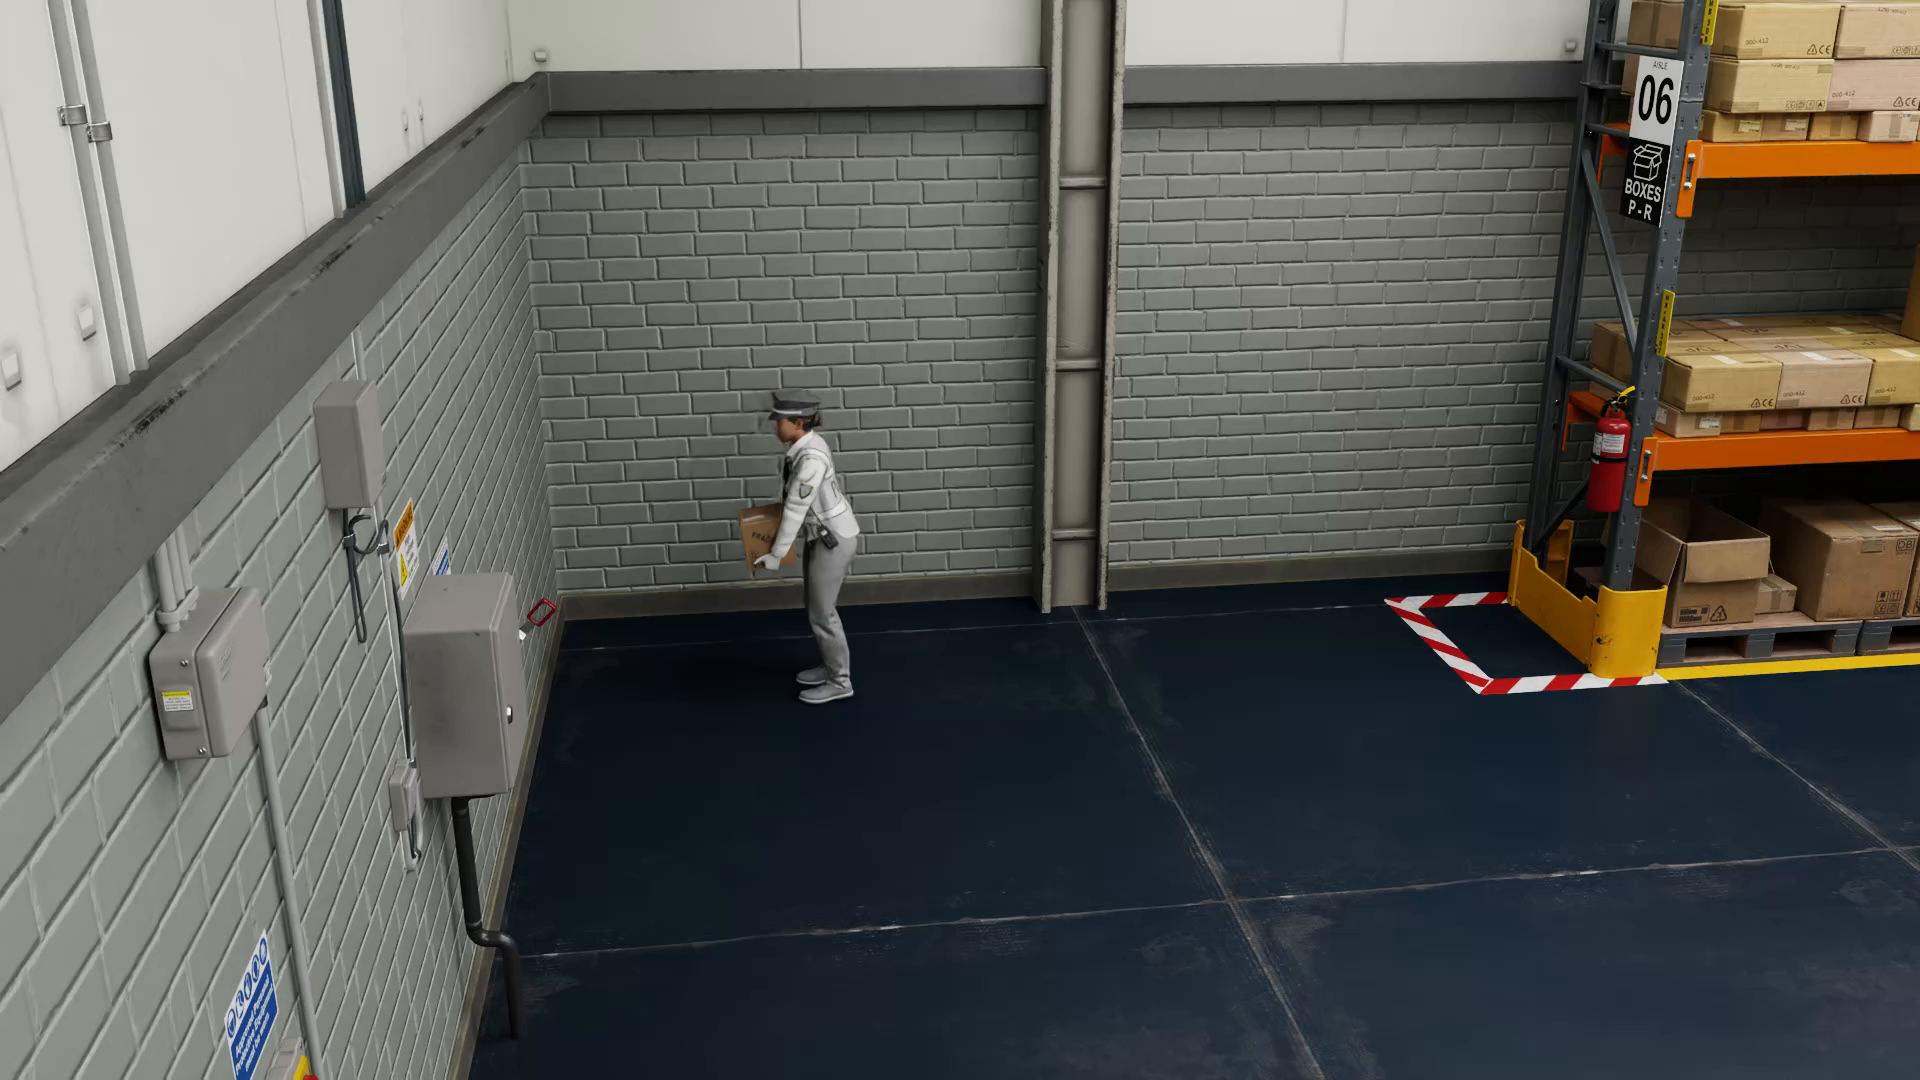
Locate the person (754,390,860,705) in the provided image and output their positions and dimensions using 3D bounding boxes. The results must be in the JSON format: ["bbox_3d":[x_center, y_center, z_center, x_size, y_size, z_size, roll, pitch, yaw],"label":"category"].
[{"bbox_3d":[-0.788,0.033,8.521,0.549,1.648,0.413,-3,20,-9],"label":"person"}]
